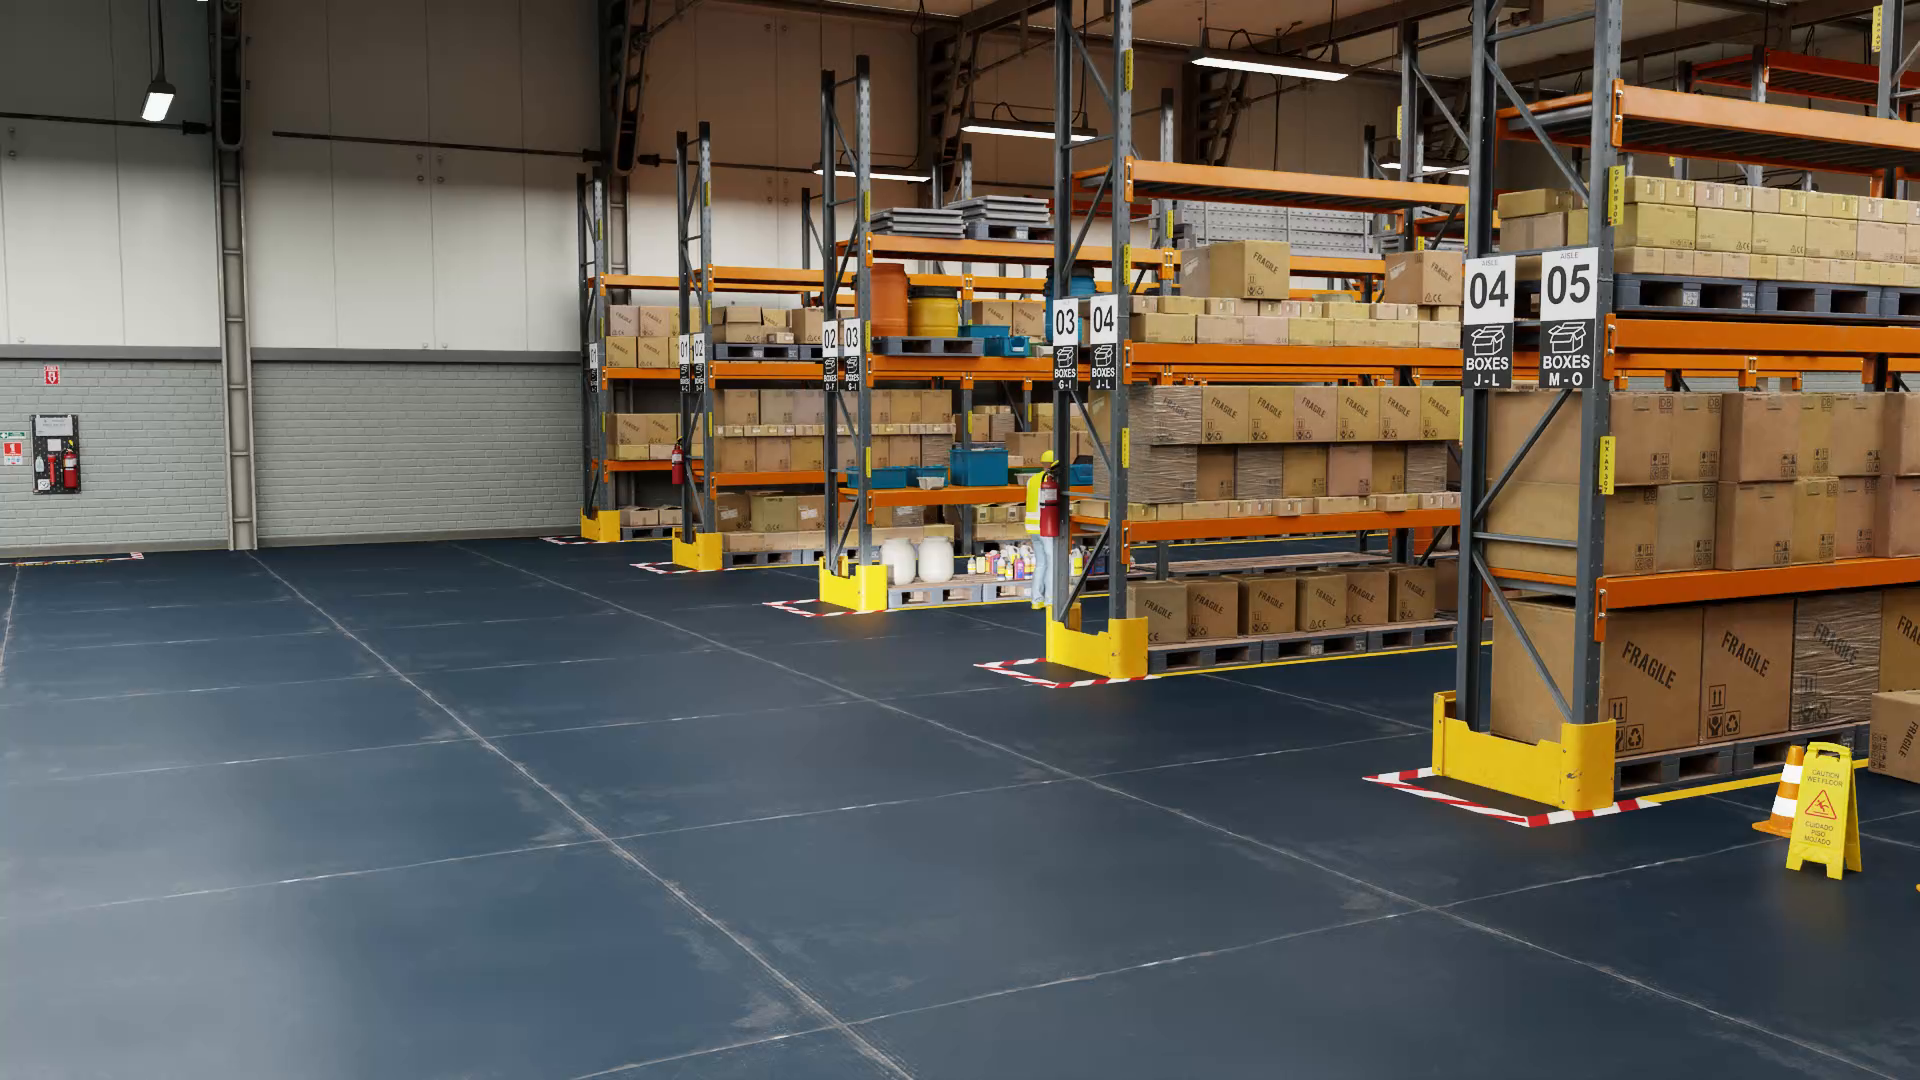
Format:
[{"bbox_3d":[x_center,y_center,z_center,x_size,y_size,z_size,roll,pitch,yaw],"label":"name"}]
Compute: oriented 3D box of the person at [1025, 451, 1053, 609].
[{"bbox_3d":[0.970,-0.107,18.384,0.458,1.761,0.638,-3,6,-31],"label":"person"}]
